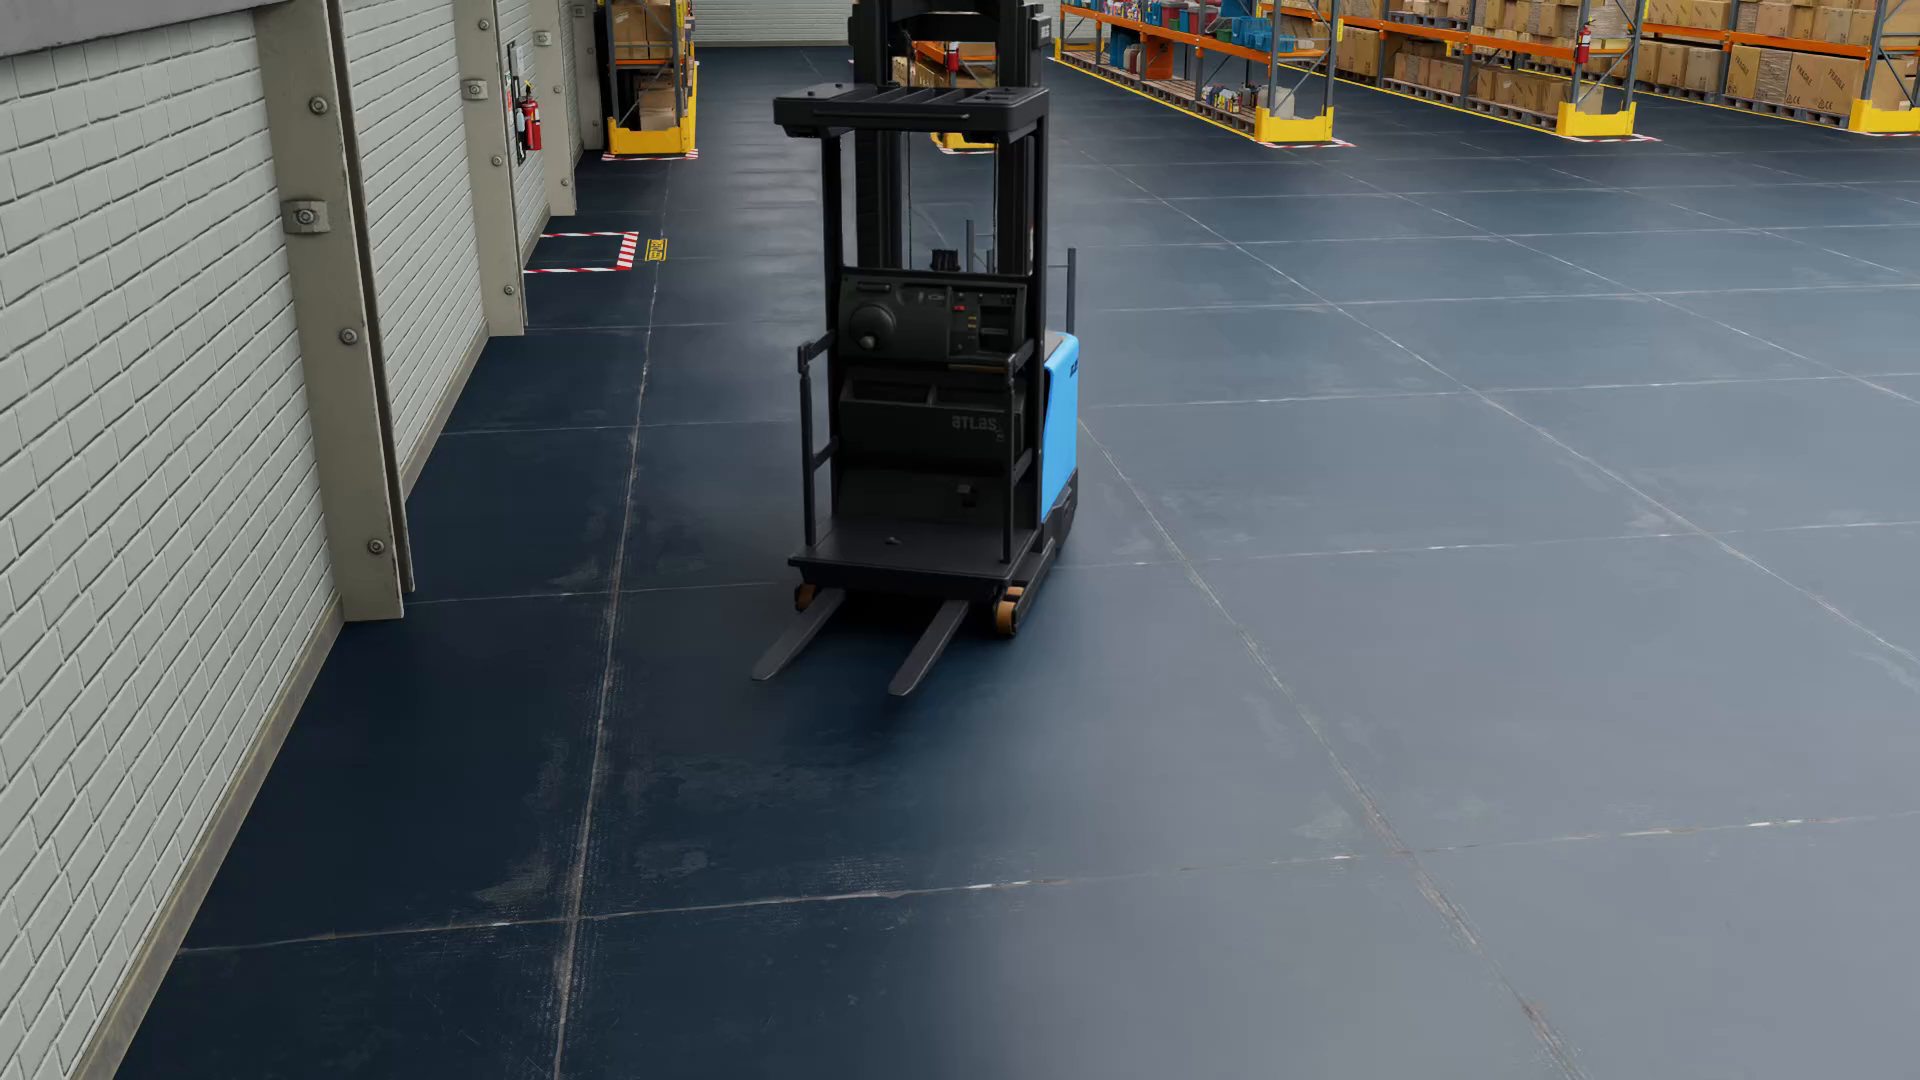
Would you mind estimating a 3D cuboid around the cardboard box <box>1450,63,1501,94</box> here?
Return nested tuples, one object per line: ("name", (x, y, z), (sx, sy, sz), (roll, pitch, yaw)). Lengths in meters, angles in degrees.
("cardboard box", (9.496, -8.498, 30.626), (0.700, 0.500, 0.500), (-5, 21, -12))

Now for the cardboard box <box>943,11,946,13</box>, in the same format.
("cardboard box", (-0.056, -8.197, 25.805), (0.380, 0.149, 0.250), (-2, 21, -6))

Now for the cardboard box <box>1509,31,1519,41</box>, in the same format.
("cardboard box", (9.526, -8.523, 28.109), (0.380, 0.149, 0.250), (-3, 21, -8))

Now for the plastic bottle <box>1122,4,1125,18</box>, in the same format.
("plastic bottle", (3.394, -10.954, 34.425), (0.061, 0.283, 0.133), (-3, 21, -8))

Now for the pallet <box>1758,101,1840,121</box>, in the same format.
("pallet", (14.697, -7.468, 28.909), (1.003, 0.211, 1.213), (-3, 21, -8))

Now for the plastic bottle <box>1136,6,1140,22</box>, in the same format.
("plastic bottle", (3.571, -10.528, 33.284), (0.061, 0.283, 0.133), (-3, 21, -8))

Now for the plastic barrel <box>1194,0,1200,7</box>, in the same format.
("plastic barrel", (4.573, -9.809, 30.999), (0.433, 0.535, 0.433), (0, 20, 0))

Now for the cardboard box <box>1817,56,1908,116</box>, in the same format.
("cardboard box", (14.899, -7.512, 27.480), (0.875, 0.875, 0.875), (-3, 21, -7))

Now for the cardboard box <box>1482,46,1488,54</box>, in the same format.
("cardboard box", (12.751, -11.748, 39.858), (0.380, 0.149, 0.250), (-3, 21, -8))

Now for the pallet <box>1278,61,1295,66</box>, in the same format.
("pallet", (8.198, -11.403, 39.446), (1.003, 0.211, 1.213), (-3, 21, -8))

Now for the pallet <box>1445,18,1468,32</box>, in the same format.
("pallet", (9.597, -9.431, 30.455), (1.003, 0.211, 1.213), (-3, 21, -8))

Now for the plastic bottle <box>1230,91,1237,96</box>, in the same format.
("plastic bottle", (4.599, -7.433, 28.094), (0.152, 0.276, 0.135), (-3, 21, -8))

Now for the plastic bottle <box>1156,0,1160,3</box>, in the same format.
("plastic bottle", (4.123, -11.063, 34.620), (0.144, 0.351, 0.185), (-3, 21, -8))

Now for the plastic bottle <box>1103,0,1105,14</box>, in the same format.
("plastic bottle", (3.139, -11.566, 36.064), (0.061, 0.283, 0.133), (-3, 21, -8))

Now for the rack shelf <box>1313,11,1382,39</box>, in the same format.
("rack shelf", (8.698, -10.990, 35.381), (1.077, 0.370, 4.000), (-3, 21, -8))

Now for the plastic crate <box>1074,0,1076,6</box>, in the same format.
("plastic crate", (2.831, -12.546, 38.674), (0.416, 0.233, 0.300), (-3, 21, -8))

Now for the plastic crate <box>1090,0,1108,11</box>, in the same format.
("plastic crate", (3.104, -11.934, 36.820), (0.392, 0.384, 0.575), (-3, 21, -8))

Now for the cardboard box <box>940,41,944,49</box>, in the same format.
("cardboard box", (0.056, -8.111, 26.503), (0.700, 0.500, 0.500), (-2, 21, -6))

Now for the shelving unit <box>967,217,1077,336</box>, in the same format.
("shelving unit", (0.348, -1.105, 10.032), (0.538, 1.500, 1.048), (-2, 21, -6))

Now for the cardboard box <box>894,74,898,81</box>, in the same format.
("cardboard box", (-0.959, -8.674, 31.484), (0.500, 0.250, 0.500), (-3, 21, -9))

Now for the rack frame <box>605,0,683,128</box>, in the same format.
("rack frame", (-4.565, -7.115, 23.979), (1.000, 3.000, 0.127), (-3, 21, -8))

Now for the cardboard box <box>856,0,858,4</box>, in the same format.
("cardboard box", (-2.167, -12.786, 39.019), (0.500, 0.500, 0.500), (-2, 21, -7))

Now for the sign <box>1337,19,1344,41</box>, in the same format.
("sign", (5.783, -7.771, 25.339), (0.100, 0.325, 0.005), (-3, 21, -8))

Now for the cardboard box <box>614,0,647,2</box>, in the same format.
("cardboard box", (-4.985, -7.911, 25.225), (0.500, 0.500, 0.500), (-3, 21, -9))

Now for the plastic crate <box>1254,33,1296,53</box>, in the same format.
("plastic crate", (4.870, -7.703, 25.766), (0.499, 0.251, 0.616), (-3, 21, -8))

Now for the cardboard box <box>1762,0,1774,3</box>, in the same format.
("cardboard box", (14.699, -9.727, 29.214), (0.875, 0.550, 0.550), (-3, 21, -8))

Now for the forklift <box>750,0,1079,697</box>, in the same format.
("forklift", (-0.187, -1.063, 7.873), (1.130, 2.935, 3.031), (5, 21, 13))

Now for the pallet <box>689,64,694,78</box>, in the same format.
("pallet", (-6.327, -10.231, 36.306), (1.003, 0.211, 1.213), (-3, 21, -8))

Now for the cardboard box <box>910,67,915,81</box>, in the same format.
("cardboard box", (-0.664, -8.228, 29.487), (0.500, 0.311, 0.500), (-2, 21, -6))

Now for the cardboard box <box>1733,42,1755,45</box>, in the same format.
("cardboard box", (18.385, -11.510, 38.182), (0.875, 0.875, 0.875), (-2, 21, -6))

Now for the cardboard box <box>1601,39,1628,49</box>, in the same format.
("cardboard box", (10.334, -7.857, 26.326), (0.380, 0.149, 0.250), (-3, 21, -8))

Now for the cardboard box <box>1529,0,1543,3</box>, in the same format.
("cardboard box", (9.668, -9.043, 27.144), (0.500, 0.500, 0.500), (-3, 21, -8))

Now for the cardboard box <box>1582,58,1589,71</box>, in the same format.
("cardboard box", (13.484, -10.270, 35.398), (0.500, 0.500, 0.500), (-2, 21, -6))

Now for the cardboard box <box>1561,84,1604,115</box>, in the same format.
("cardboard box", (10.066, -7.107, 26.931), (0.500, 0.500, 0.500), (1, 20, 2))

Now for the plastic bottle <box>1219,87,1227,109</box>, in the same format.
("plastic bottle", (4.456, -7.452, 28.038), (0.144, 0.351, 0.185), (-3, 21, -8))

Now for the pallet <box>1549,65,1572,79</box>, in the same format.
("pallet", (13.625, -10.235, 36.319), (1.003, 0.211, 1.213), (-3, 21, -8))

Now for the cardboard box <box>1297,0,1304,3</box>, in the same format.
("cardboard box", (8.009, -12.407, 37.937), (0.500, 0.250, 0.500), (-2, 21, -6))

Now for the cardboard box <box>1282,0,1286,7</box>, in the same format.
("cardboard box", (7.781, -12.614, 39.062), (0.380, 0.149, 0.250), (-3, 21, -9))

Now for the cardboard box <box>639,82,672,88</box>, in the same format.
("cardboard box", (-4.953, -7.178, 27.091), (0.500, 0.500, 0.500), (-4, 21, -12))

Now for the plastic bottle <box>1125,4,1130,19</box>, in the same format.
("plastic bottle", (3.440, -10.844, 34.130), (0.061, 0.283, 0.133), (-3, 21, -8))

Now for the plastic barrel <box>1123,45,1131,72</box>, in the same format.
("plastic barrel", (3.665, -10.166, 35.104), (0.421, 0.512, 0.421), (0, 20, 0))

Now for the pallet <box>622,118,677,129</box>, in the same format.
("pallet", (-4.831, -6.540, 26.424), (1.003, 0.211, 1.213), (-3, 21, -8))

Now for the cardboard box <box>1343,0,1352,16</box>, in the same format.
("cardboard box", (8.453, -11.368, 35.224), (0.500, 0.500, 0.500), (-3, 21, -7))

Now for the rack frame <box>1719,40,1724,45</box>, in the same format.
("rack frame", (18.216, -12.519, 38.448), (1.000, 3.000, 0.127), (-3, 21, -8))

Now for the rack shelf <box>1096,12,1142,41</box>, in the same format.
("rack shelf", (3.797, -10.740, 34.713), (1.077, 0.370, 4.000), (-3, 21, -8))

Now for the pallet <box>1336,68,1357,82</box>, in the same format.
("pallet", (8.775, -10.026, 35.759), (1.003, 0.211, 1.213), (-3, 21, -8))

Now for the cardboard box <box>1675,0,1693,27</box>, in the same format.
("cardboard box", (14.000, -10.029, 31.637), (0.500, 0.500, 0.500), (-3, 21, -7))

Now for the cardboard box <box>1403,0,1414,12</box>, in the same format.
("cardboard box", (9.104, -10.693, 32.815), (0.500, 0.500, 0.500), (-6, 21, -14))

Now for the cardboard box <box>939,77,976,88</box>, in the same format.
("cardboard box", (-0.036, -6.797, 25.385), (0.500, 0.500, 0.500), (-3, 21, -8))
